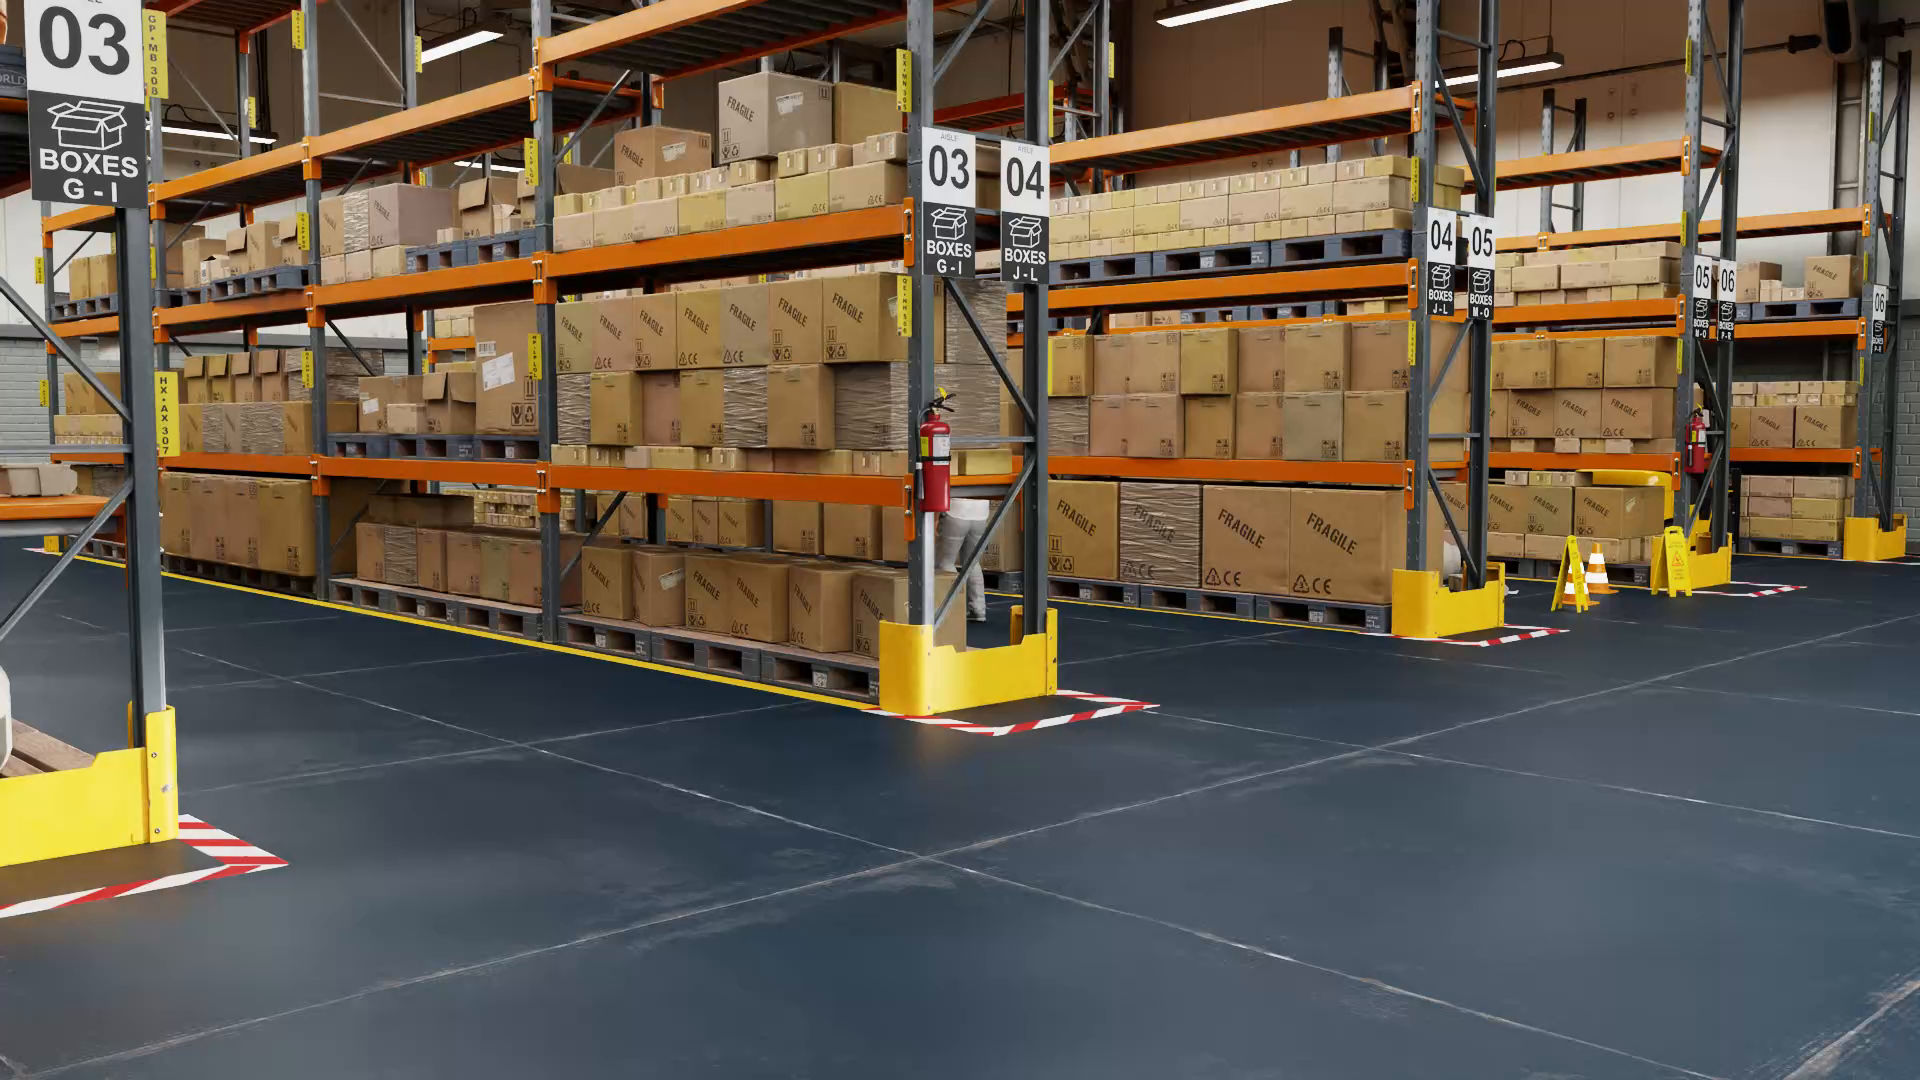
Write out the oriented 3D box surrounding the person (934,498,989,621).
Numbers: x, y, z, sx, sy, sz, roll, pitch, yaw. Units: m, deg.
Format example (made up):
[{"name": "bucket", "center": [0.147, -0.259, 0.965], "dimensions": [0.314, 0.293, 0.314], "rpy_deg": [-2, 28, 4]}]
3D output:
[{"name": "person", "center": [0.008, -0.154, 13.305], "dimensions": [0.544, 1.648, 0.397], "rpy_deg": [-4, 6, -44]}]
